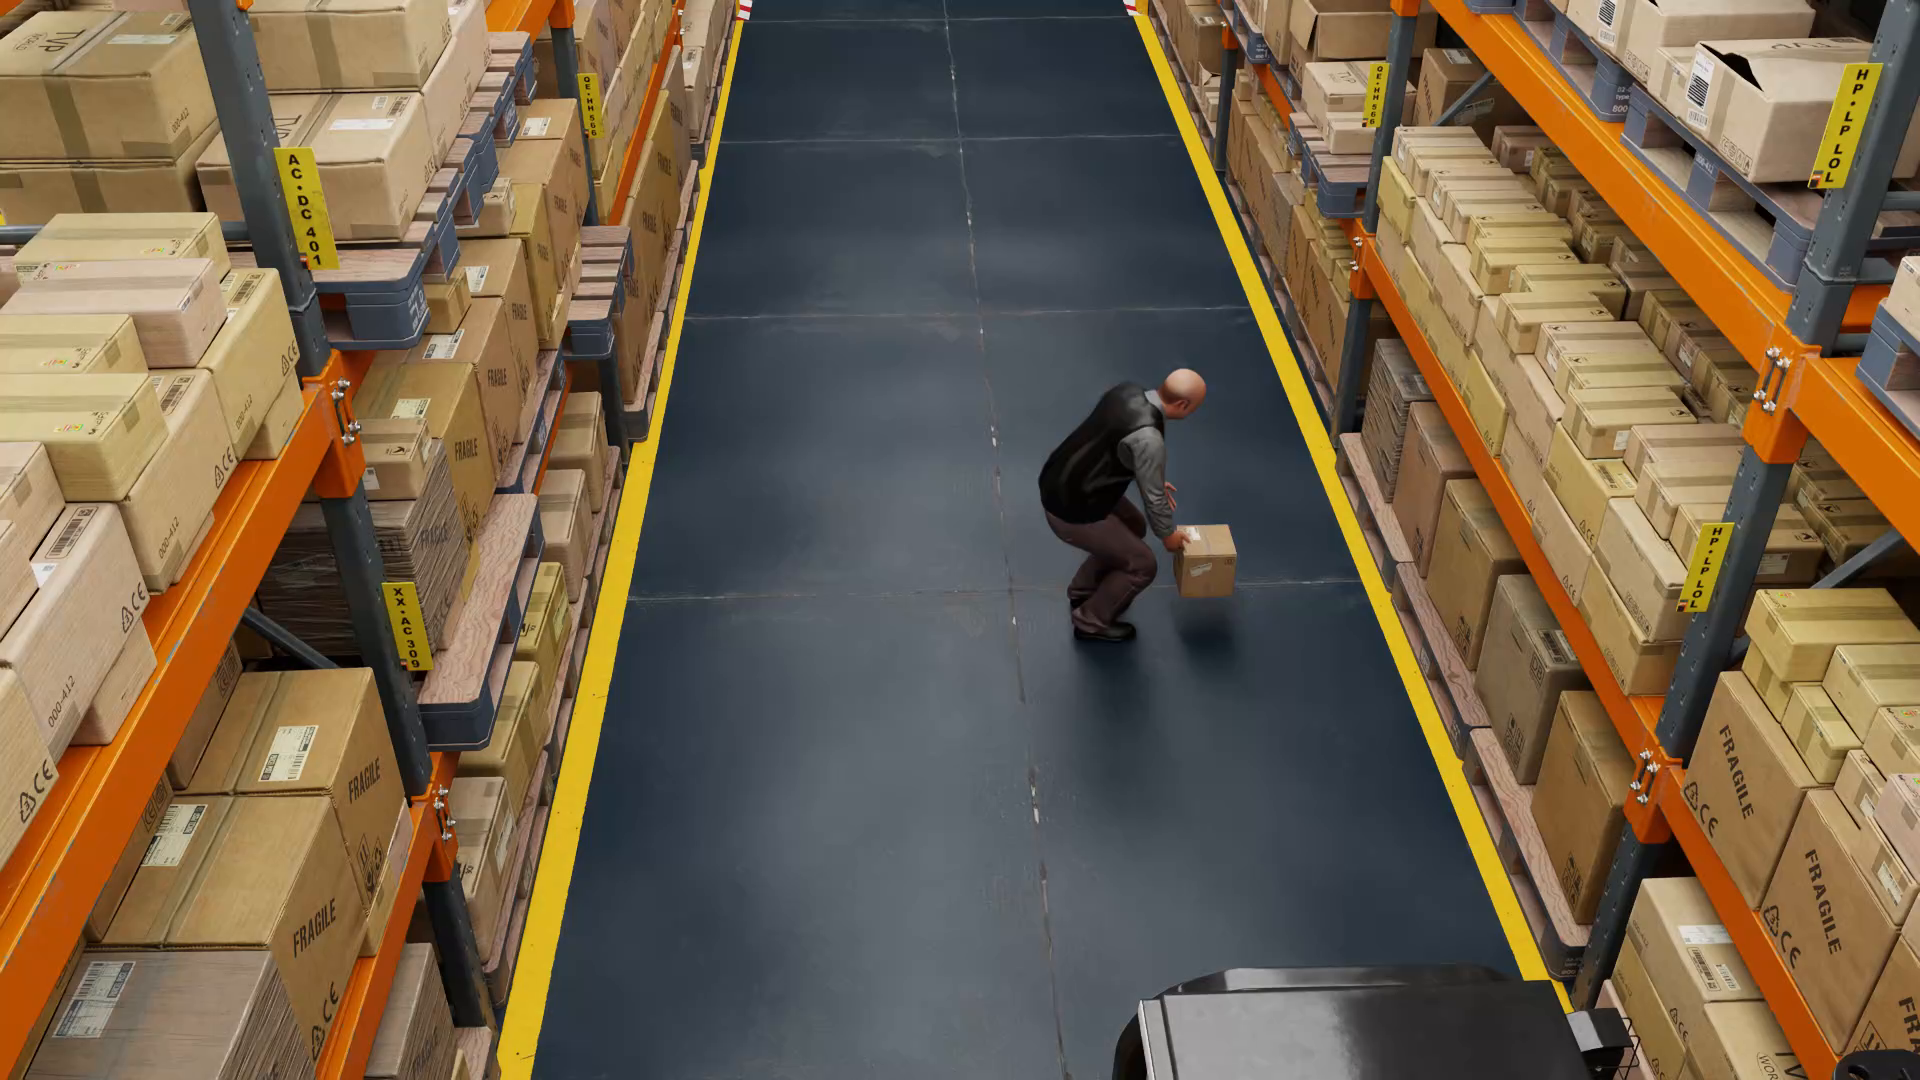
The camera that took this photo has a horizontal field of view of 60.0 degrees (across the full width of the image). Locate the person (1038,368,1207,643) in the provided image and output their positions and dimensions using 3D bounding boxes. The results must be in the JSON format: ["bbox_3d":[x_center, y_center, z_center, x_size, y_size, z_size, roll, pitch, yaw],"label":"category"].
[{"bbox_3d":[0.735,-0.190,7.769,0.740,1.348,0.591,-1,35,-2],"label":"person"}]
